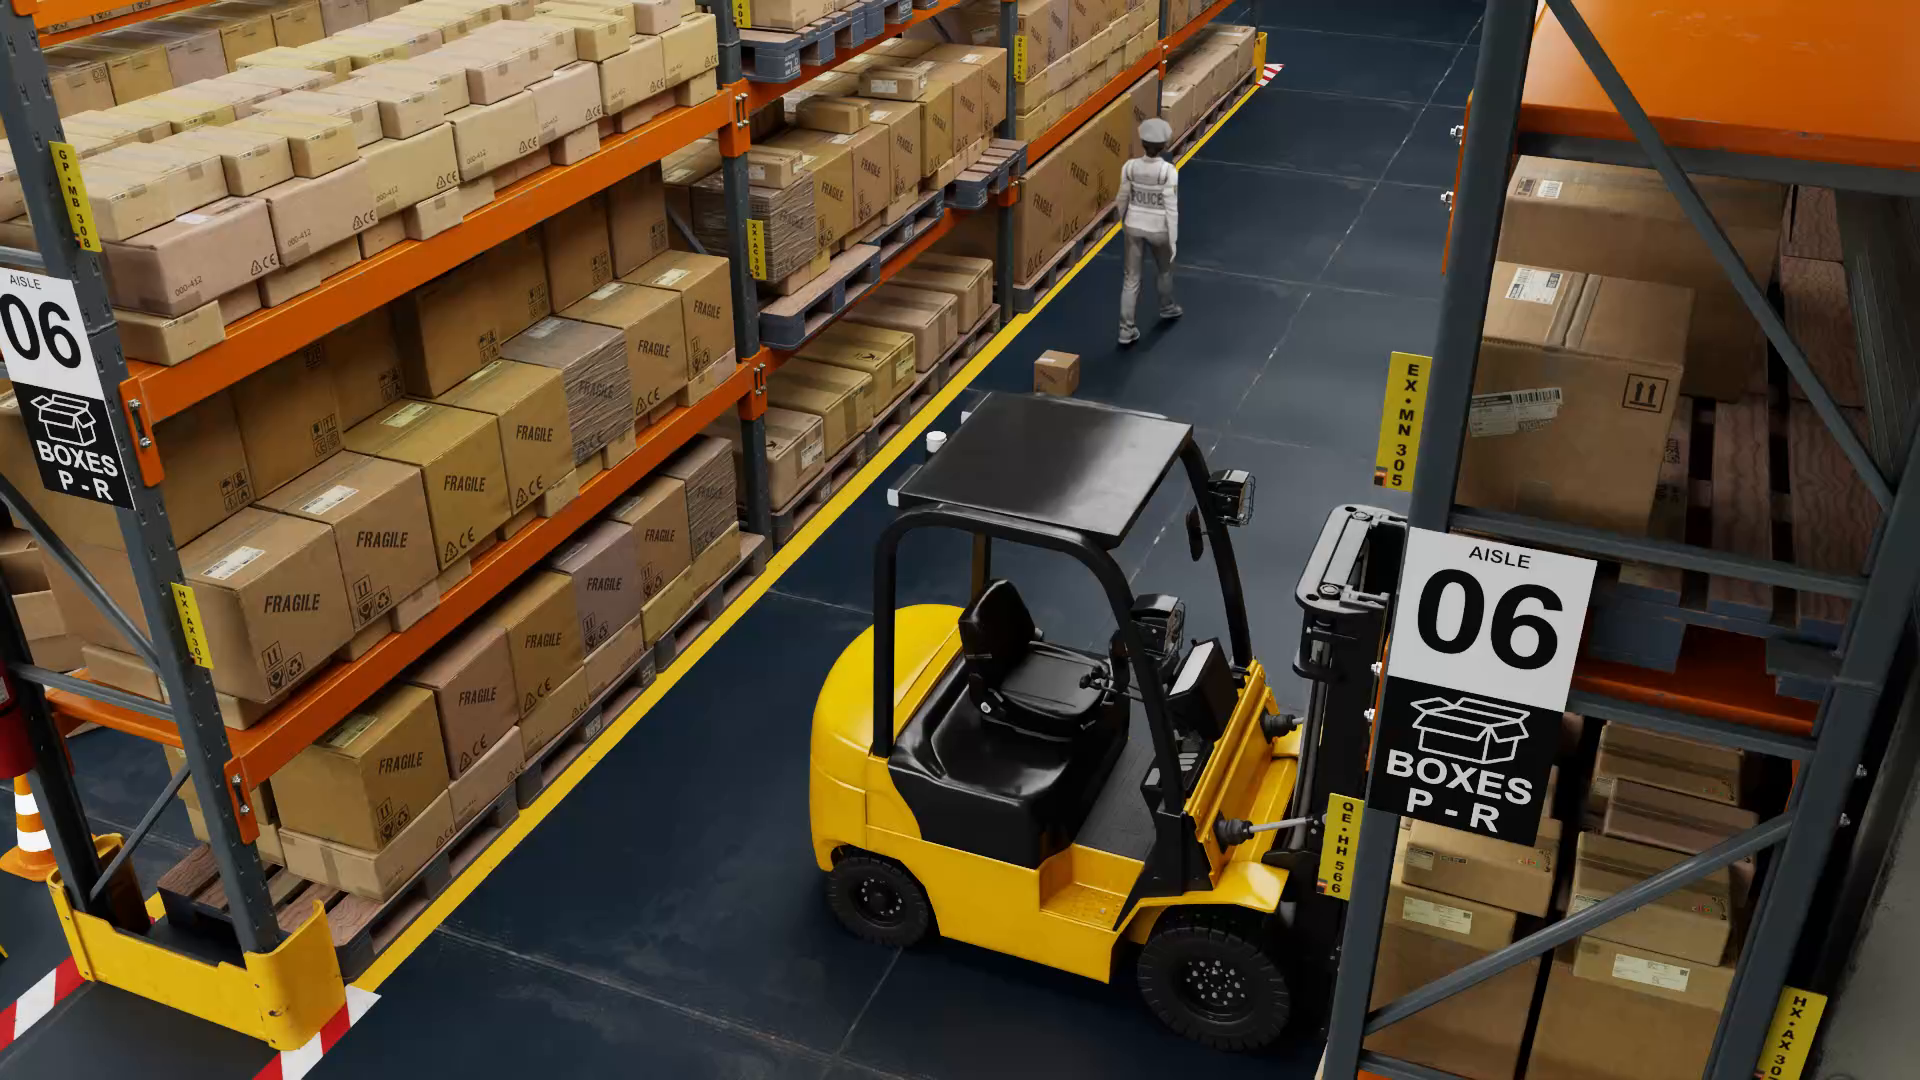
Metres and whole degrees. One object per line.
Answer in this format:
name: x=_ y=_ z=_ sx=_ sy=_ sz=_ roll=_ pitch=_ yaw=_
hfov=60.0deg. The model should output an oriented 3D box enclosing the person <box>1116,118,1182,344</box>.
person: x=1.439 y=-2.363 z=12.462 sx=0.496 sy=1.653 sz=0.873 roll=10 pitch=31 yaw=17
